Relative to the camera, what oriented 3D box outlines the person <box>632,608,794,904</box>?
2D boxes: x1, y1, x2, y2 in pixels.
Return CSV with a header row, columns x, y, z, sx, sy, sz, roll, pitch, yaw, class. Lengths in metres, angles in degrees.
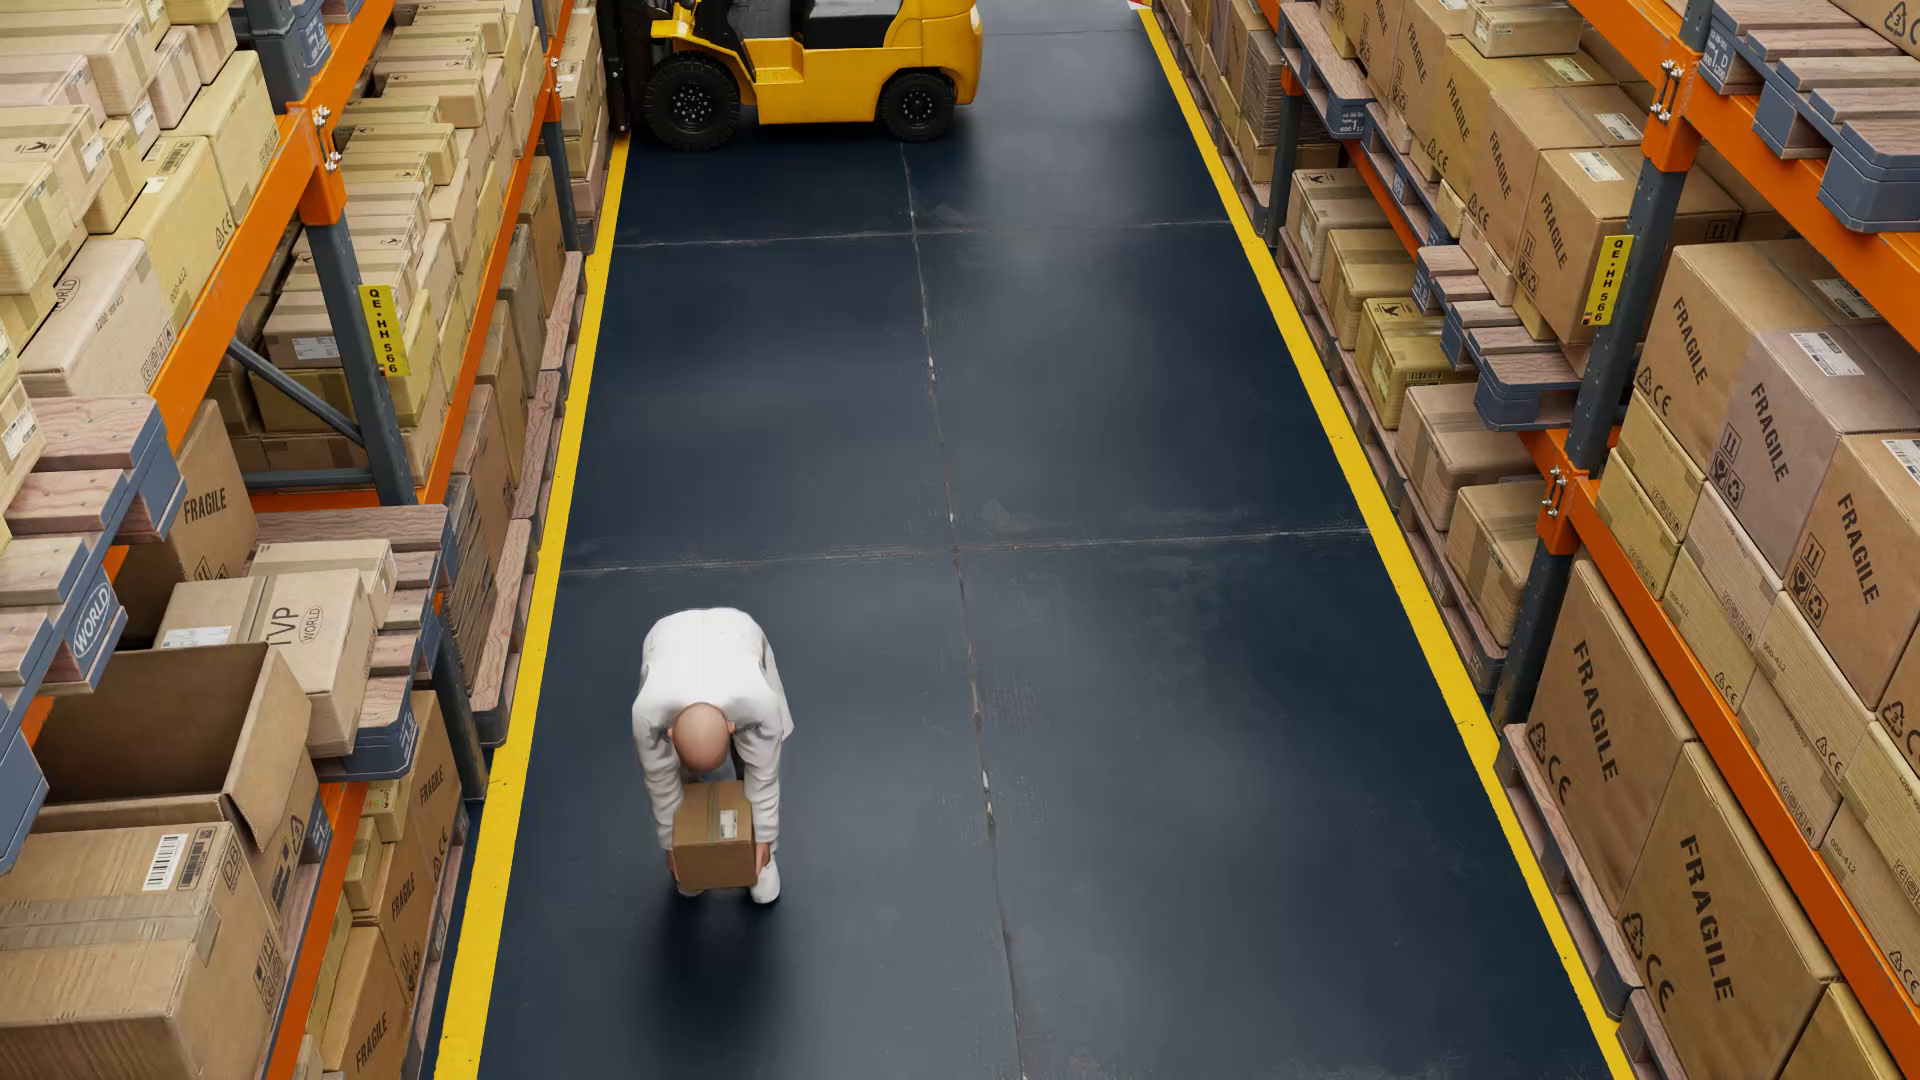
x,y,z,sx,sy,sz,roll,pitch,yaw,class
-0.824,0.803,5.548,0.550,1.297,0.913,-3,39,-4,person
